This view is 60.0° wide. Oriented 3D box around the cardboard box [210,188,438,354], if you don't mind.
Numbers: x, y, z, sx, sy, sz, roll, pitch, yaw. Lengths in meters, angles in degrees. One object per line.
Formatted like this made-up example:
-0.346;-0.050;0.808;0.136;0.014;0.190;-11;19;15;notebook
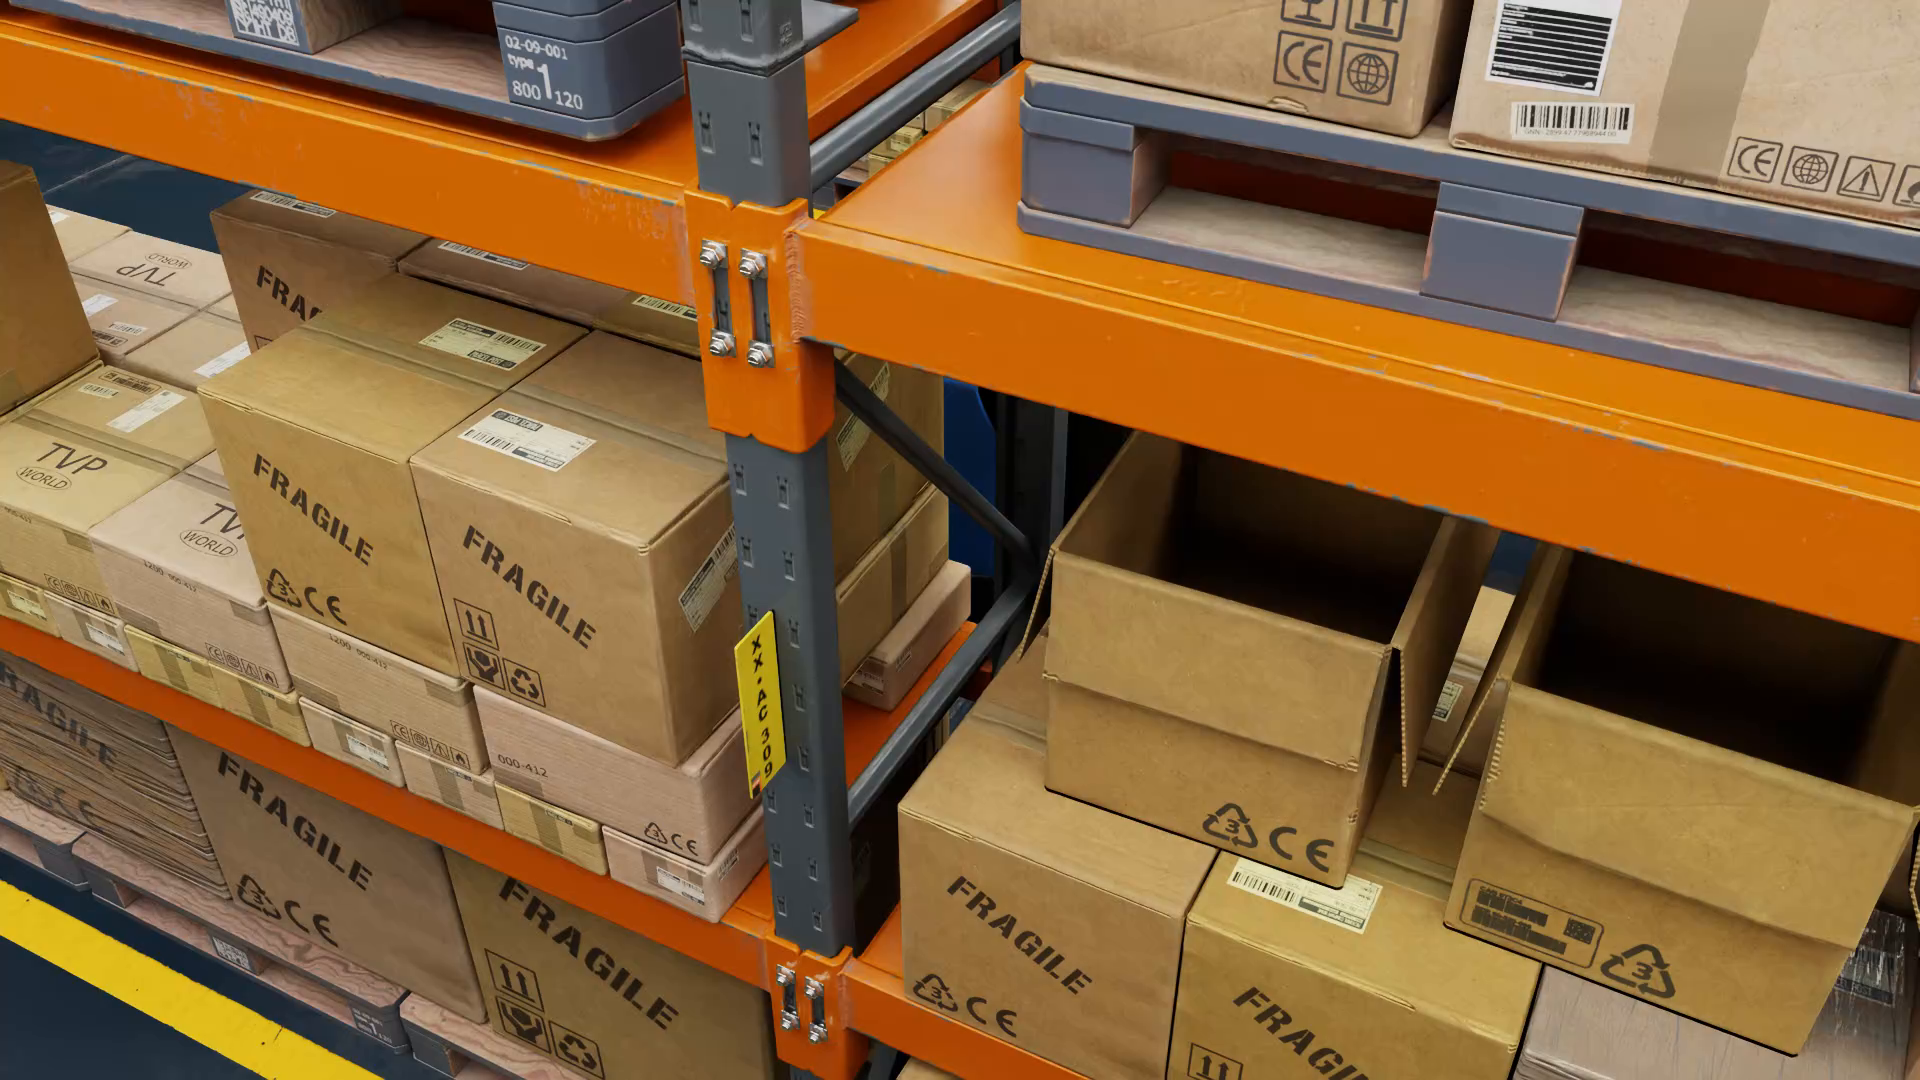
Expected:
-1.267;-0.568;3.775;0.500;0.500;0.500;16;40;20;cardboard box

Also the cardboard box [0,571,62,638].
-2.083;0.034;3.932;0.250;0.149;0.380;16;40;20;cardboard box

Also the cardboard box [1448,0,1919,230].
0.872;-0.630;1.844;0.500;0.311;0.500;16;40;20;cardboard box

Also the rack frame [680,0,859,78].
-0.061;-2.046;1.503;0.127;3.000;1.000;17;41;21;rack frame

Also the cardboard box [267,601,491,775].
-1.035;0.160;3.436;0.500;0.250;0.500;19;41;23;cardboard box

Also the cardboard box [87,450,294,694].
-1.488;0.019;3.623;0.500;0.250;0.500;18;41;22;cardboard box

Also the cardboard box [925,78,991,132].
0.032;-2.087;8.036;0.250;0.149;0.380;19;41;23;cardboard box

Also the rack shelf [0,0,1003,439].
-1.837;-1.121;3.360;4.000;0.370;1.077;17;41;21;rack shelf

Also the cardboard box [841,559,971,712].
-0.171;0.183;3.736;0.250;0.149;0.380;17;41;22;cardboard box

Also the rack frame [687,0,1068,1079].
-0.061;0.344;3.317;0.127;3.000;1.000;17;41;21;rack frame

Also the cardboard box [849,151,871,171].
-0.431;-2.024;8.445;0.250;0.149;0.380;18;41;22;cardboard box

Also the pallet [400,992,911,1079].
-0.700;1.201;4.494;1.213;0.211;1.003;17;41;21;pallet

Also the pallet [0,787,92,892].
-2.867;0.522;5.387;1.213;0.211;1.003;17;41;21;pallet

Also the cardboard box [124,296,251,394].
-1.694;-0.410;4.187;0.500;0.250;0.500;17;41;22;cardboard box

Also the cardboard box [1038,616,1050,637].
0.480;0.287;3.308;0.500;0.500;0.500;18;41;22;cardboard box

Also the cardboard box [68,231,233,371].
-2.159;-0.552;4.375;0.500;0.250;0.500;16;40;20;cardboard box

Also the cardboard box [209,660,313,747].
-1.397;0.249;3.649;0.250;0.149;0.380;18;41;22;cardboard box

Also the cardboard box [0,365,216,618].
-1.936;-0.124;3.811;0.500;0.250;0.500;17;40;21;cardboard box

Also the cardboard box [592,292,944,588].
-0.369;-0.284;3.401;0.500;0.500;0.500;17;41;21;cardboard box

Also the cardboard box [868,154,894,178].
-0.254;-1.894;8.274;0.250;0.149;0.380;18;41;22;cardboard box

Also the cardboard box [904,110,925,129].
-0.210;-2.169;8.145;0.250;0.149;0.380;15;40;19;cardboard box

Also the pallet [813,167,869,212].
-0.470;-2.027;8.746;1.213;0.211;1.003;17;41;21;pallet

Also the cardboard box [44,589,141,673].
-1.849;0.106;3.837;0.250;0.149;0.380;18;41;22;cardboard box

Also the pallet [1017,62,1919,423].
0.776;-0.547;2.167;1.217;0.209;0.805;16;40;20;pallet

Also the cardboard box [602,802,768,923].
-0.483;0.535;3.272;0.250;0.149;0.380;18;41;22;cardboard box

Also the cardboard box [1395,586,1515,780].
0.916;0.428;3.122;0.500;0.500;0.500;19;41;23;cardboard box

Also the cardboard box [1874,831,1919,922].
1.383;0.570;2.936;0.500;0.500;0.500;17;40;21;cardboard box

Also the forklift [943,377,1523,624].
0.902;-0.910;5.025;3.031;2.935;1.130;16;40;20;forklift

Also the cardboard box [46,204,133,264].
-2.611;-0.694;4.561;0.500;0.250;0.500;17;40;21;cardboard box

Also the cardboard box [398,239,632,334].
-0.803;-0.425;3.587;0.500;0.500;0.500;17;41;21;cardboard box

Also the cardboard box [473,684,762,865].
-0.574;0.303;3.248;0.500;0.250;0.500;17;40;21;cardboard box

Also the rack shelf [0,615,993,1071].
-1.837;0.074;4.267;4.000;0.370;1.077;17;41;21;rack shelf

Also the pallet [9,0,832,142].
-0.783;-1.049;2.744;1.213;0.211;1.003;17;41;21;pallet

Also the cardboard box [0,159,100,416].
-2.404;-0.568;3.775;0.500;0.500;0.500;16;40;20;cardboard box

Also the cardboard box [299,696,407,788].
-1.168;0.320;3.555;0.250;0.149;0.380;18;41;22;cardboard box

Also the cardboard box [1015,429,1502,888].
0.510;0.077;2.755;0.637;0.503;0.797;16;40;20;cardboard box

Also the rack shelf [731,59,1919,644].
1.715;-0.009;1.895;4.000;0.370;1.077;17;41;21;rack shelf

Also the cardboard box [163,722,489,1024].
-1.410;0.546;4.460;0.875;0.875;0.875;17;41;21;cardboard box

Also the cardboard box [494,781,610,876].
-0.712;0.463;3.367;0.250;0.149;0.380;18;41;22;cardboard box

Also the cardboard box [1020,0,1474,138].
0.458;-0.902;2.047;0.500;0.500;0.700;18;41;23;cardboard box

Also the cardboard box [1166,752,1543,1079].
0.679;0.705;2.757;0.500;0.500;0.500;17;41;22;cardboard box

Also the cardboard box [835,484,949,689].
-0.358;0.014;3.629;0.500;0.250;0.500;17;40;21;cardboard box

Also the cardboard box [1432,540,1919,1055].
1.114;0.274;2.495;0.637;0.503;0.797;18;41;22;cardboard box

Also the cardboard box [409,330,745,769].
-0.592;0.002;3.024;0.500;0.500;0.500;19;41;23;cardboard box

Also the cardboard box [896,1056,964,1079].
0.516;1.190;3.612;0.875;0.875;1.225;18;41;22;cardboard box

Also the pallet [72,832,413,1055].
-1.788;0.862;4.940;1.213;0.211;1.003;17;41;21;pallet

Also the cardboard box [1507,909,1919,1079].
1.123;0.845;2.574;0.500;0.500;0.500;16;40;20;cardboard box

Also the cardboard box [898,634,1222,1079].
0.232;0.566;2.941;0.500;0.500;0.500;18;41;22;cardboard box

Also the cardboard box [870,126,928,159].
-0.242;-2.014;8.186;0.250;0.149;0.380;19;41;23;cardboard box

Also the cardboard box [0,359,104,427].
-2.402;-0.266;3.998;0.500;0.250;0.500;16;40;20;cardboard box

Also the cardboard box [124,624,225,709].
-1.624;0.178;3.743;0.250;0.149;0.380;17;40;21;cardboard box

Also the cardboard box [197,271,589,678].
-1.035;-0.140;3.211;0.500;0.500;0.500;18;41;22;cardboard box

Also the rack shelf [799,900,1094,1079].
1.715;1.186;2.801;4.000;0.370;1.077;17;41;21;rack shelf

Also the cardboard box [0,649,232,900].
-2.200;0.298;4.786;0.875;0.875;0.875;17;41;21;cardboard box

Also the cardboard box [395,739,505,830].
-0.939;0.392;3.461;0.250;0.149;0.380;17;40;21;cardboard box

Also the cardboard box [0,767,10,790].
-3.008;0.045;5.119;0.875;0.875;0.875;17;41;21;cardboard box

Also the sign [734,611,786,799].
-0.315;0.266;2.638;0.005;0.325;0.100;17;41;21;sign

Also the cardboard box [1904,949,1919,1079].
1.673;0.439;2.279;0.637;0.503;0.797;19;41;23;cardboard box

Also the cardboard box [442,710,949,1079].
-0.610;0.796;4.130;0.875;0.875;0.875;17;41;21;cardboard box
